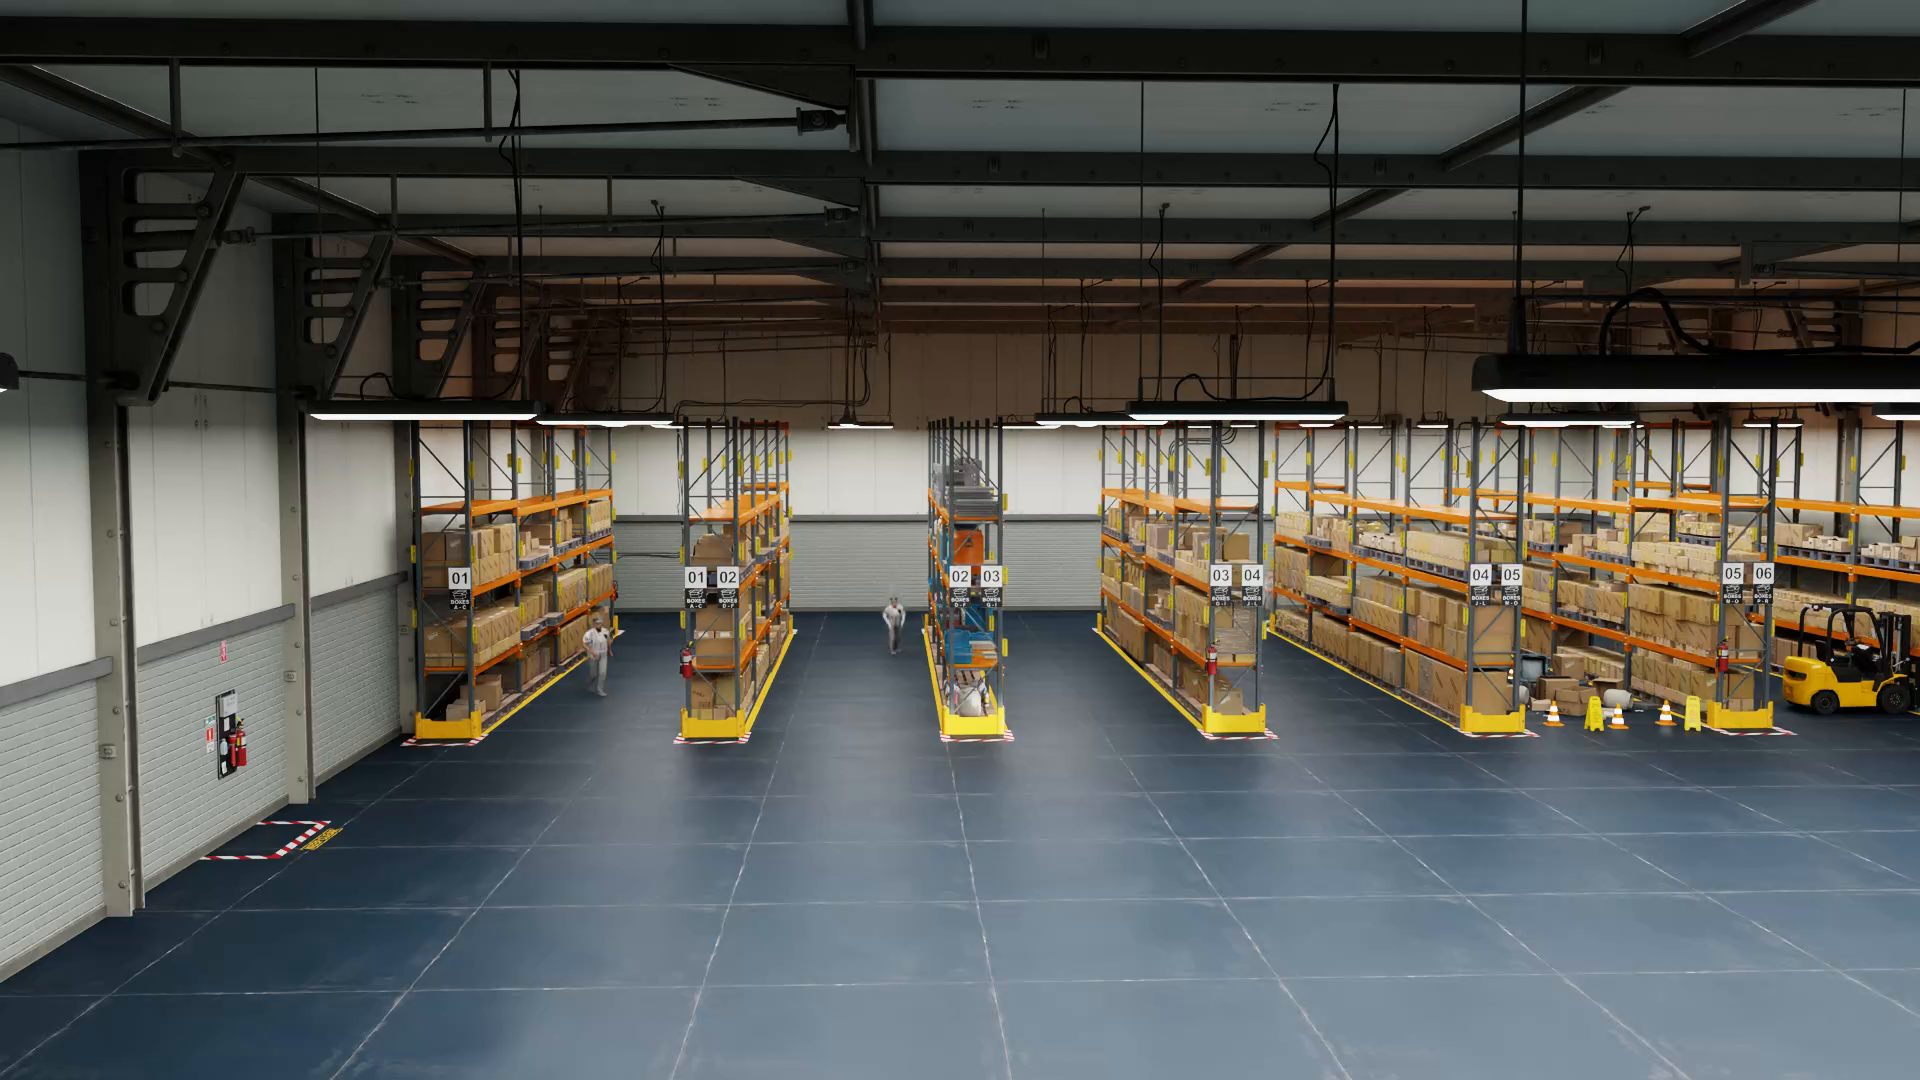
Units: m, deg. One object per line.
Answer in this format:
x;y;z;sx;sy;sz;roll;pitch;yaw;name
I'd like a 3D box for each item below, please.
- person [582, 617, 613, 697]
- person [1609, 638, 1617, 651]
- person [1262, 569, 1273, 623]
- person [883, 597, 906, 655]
-7.908;2.510;36.137;0.662;1.732;0.801;-2;4;-29;person
17.117;2.110;43.094;0.607;1.642;0.770;-1;4;-16;person
9.124;1.703;49.070;0.776;1.702;0.556;-3;5;-41;person
-1.686;2.183;42.657;0.630;1.518;0.848;-2;4;-22;person
